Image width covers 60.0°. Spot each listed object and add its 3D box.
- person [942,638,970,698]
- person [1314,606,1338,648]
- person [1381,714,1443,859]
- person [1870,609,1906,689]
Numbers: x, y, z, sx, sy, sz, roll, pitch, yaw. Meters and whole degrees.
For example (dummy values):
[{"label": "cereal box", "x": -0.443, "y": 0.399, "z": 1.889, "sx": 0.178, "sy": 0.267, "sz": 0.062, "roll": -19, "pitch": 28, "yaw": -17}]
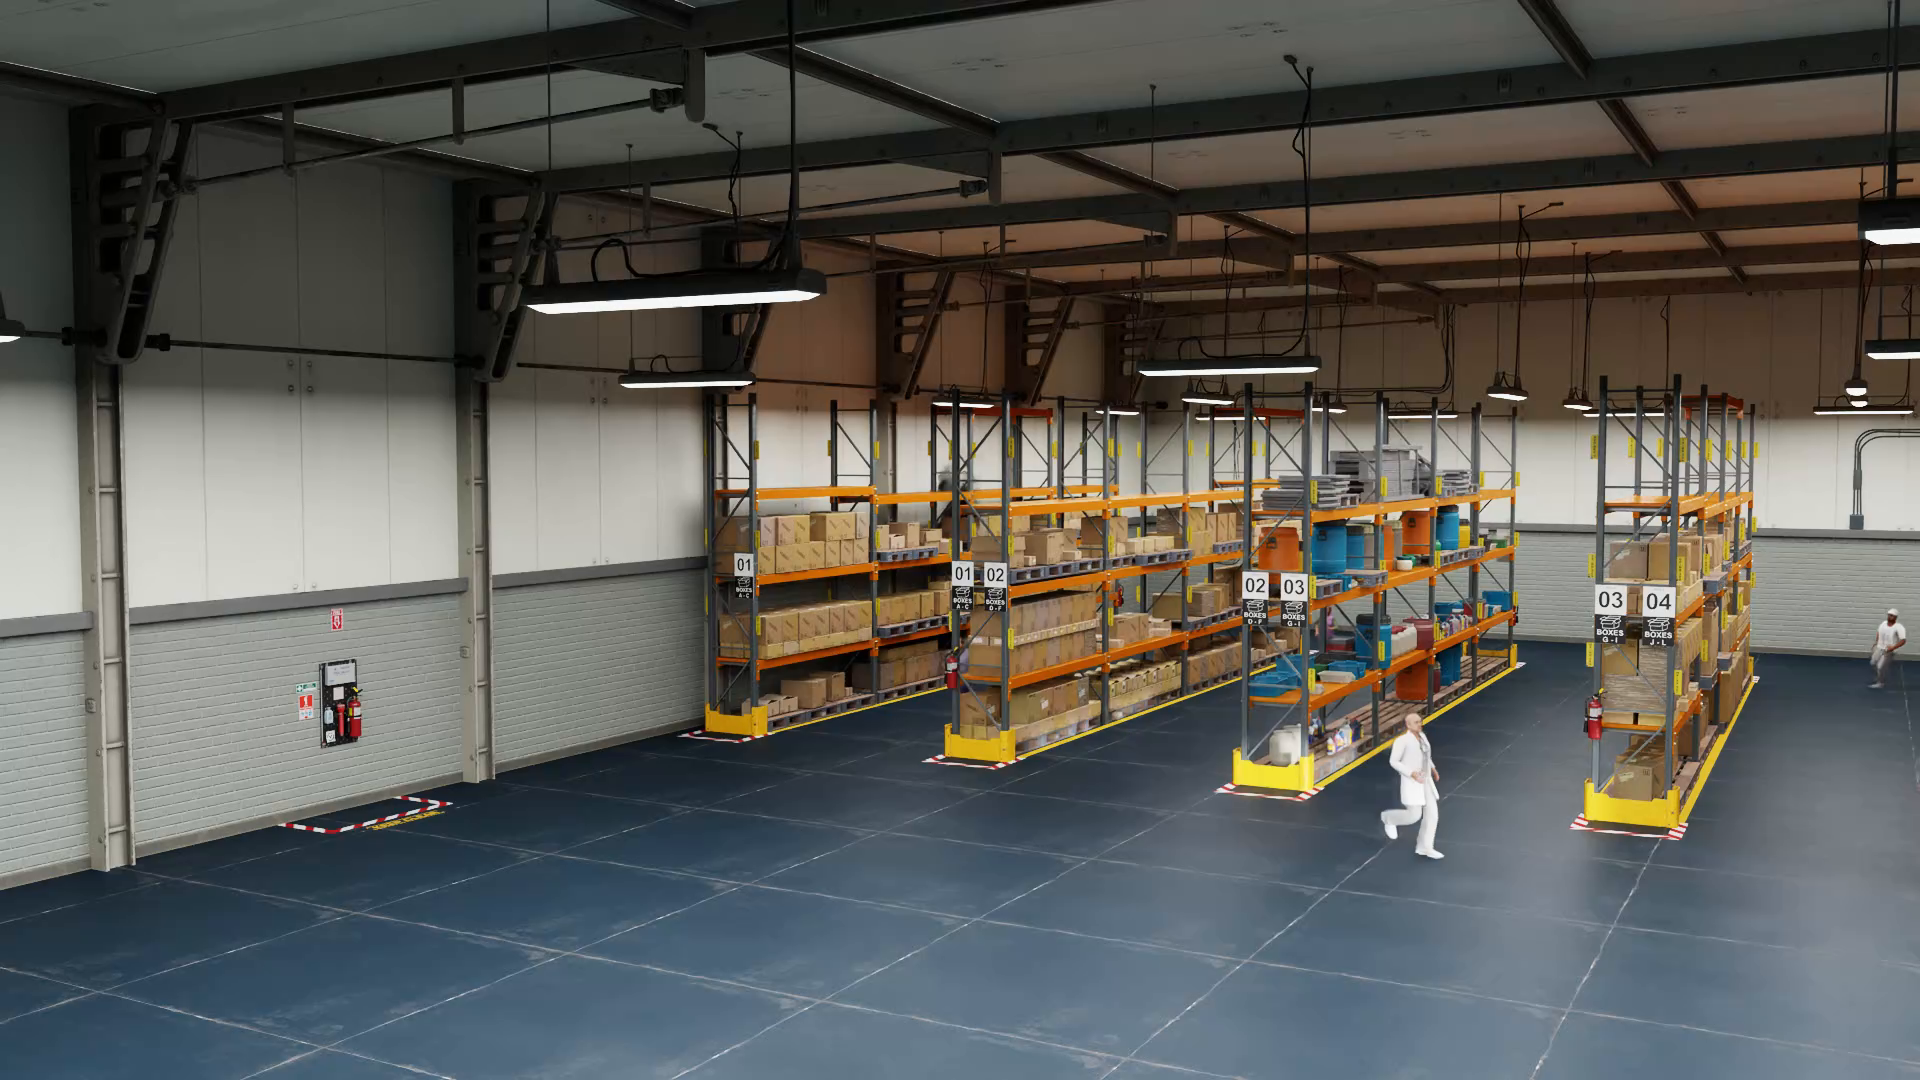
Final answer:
[{"label": "person", "x": -0.032, "y": 2.571, "z": 29.854, "sx": 0.598, "sy": 1.678, "sz": 0.851, "roll": 1, "pitch": 3, "yaw": 20}, {"label": "person", "x": 8.045, "y": 2.179, "z": 36.539, "sx": 0.518, "sy": 1.559, "sz": 0.751, "roll": 1, "pitch": 3, "yaw": 13}, {"label": "person", "x": 5.650, "y": 3.023, "z": 20.661, "sx": 0.725, "sy": 1.744, "sz": 0.904, "roll": -2, "pitch": 4, "yaw": -32}, {"label": "person", "x": 19.332, "y": 2.281, "z": 34.708, "sx": 0.541, "sy": 1.694, "sz": 0.746, "roll": -1, "pitch": 3, "yaw": -24}]
